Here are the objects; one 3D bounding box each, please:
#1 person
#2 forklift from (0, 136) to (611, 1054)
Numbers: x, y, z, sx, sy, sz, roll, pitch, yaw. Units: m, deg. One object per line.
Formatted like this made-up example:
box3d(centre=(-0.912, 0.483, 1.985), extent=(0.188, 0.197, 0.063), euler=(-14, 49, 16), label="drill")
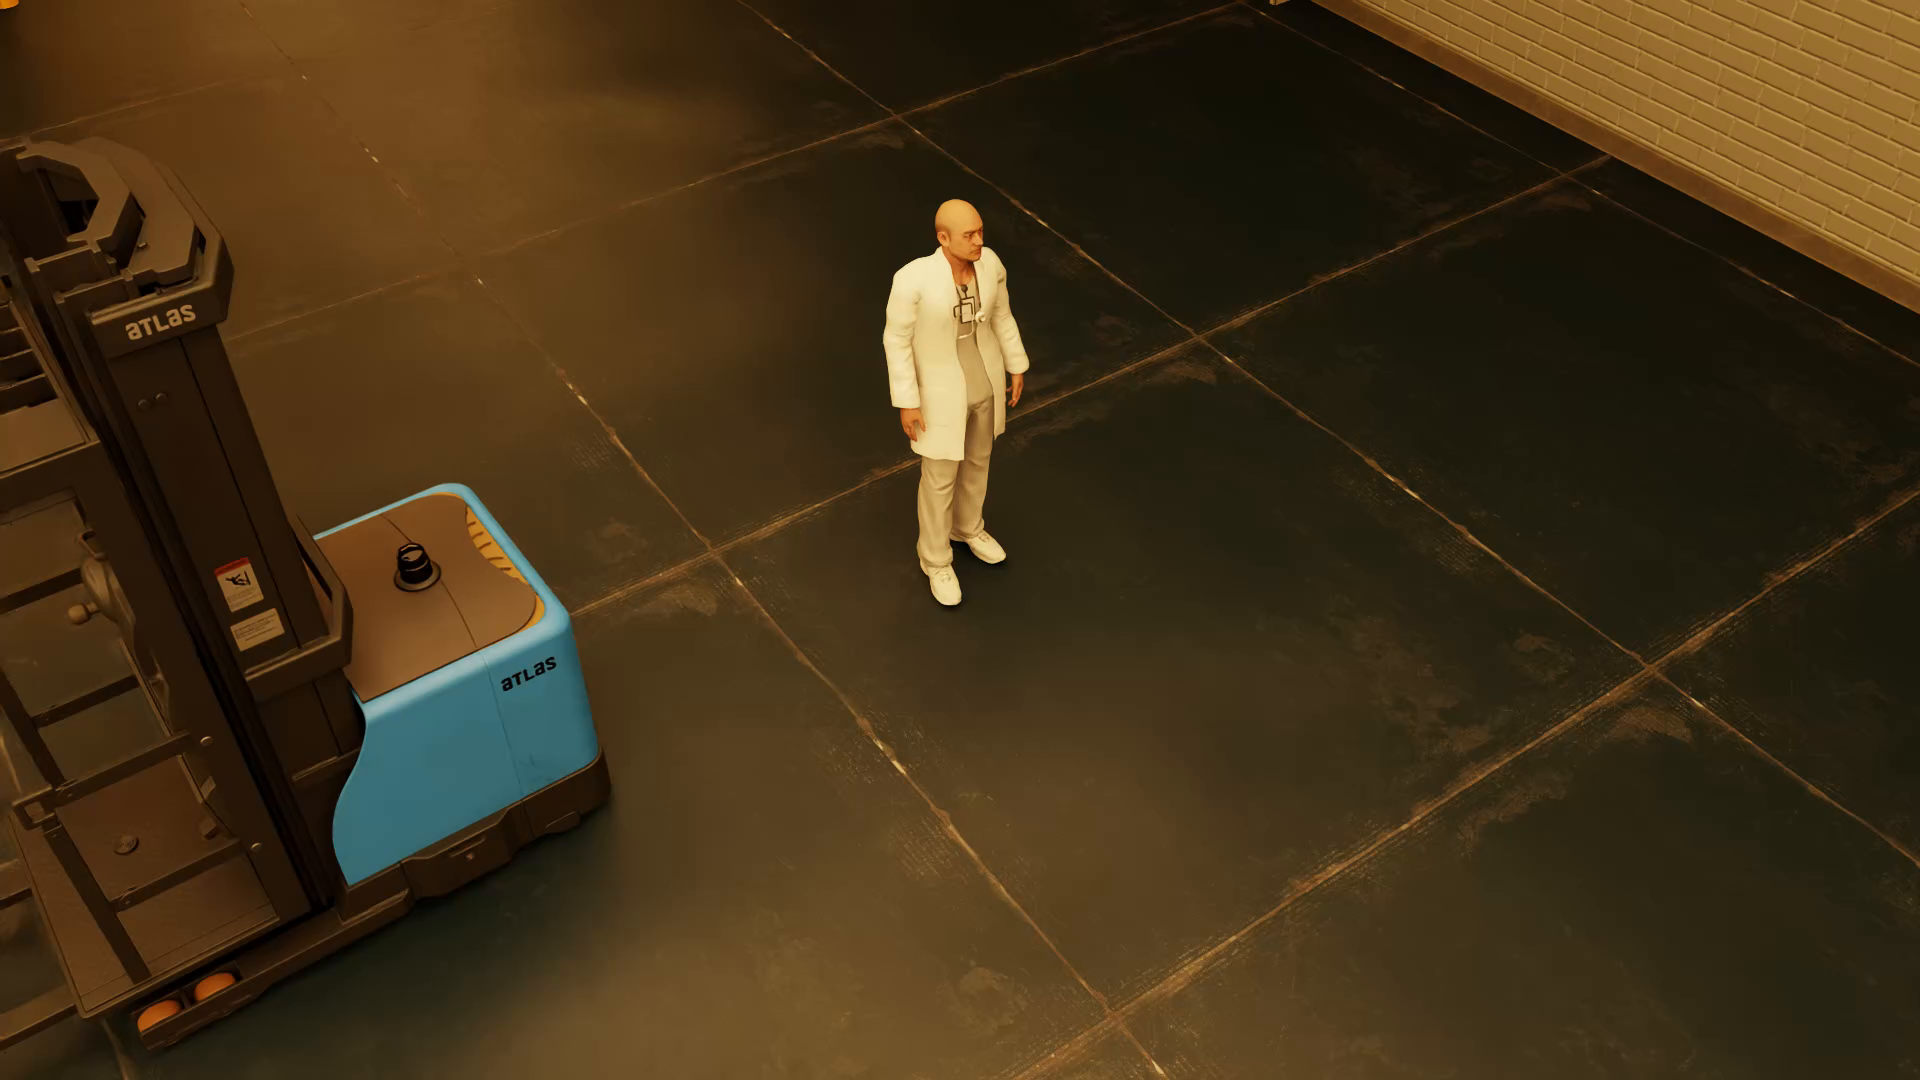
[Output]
box3d(centre=(0.048, -0.607, 7.215), extent=(0.696, 1.775, 0.581), euler=(-25, 48, -25), label="person")
box3d(centre=(-2.892, 0.314, 5.374), extent=(3.031, 2.935, 1.130), euler=(-26, 49, -26), label="forklift")
